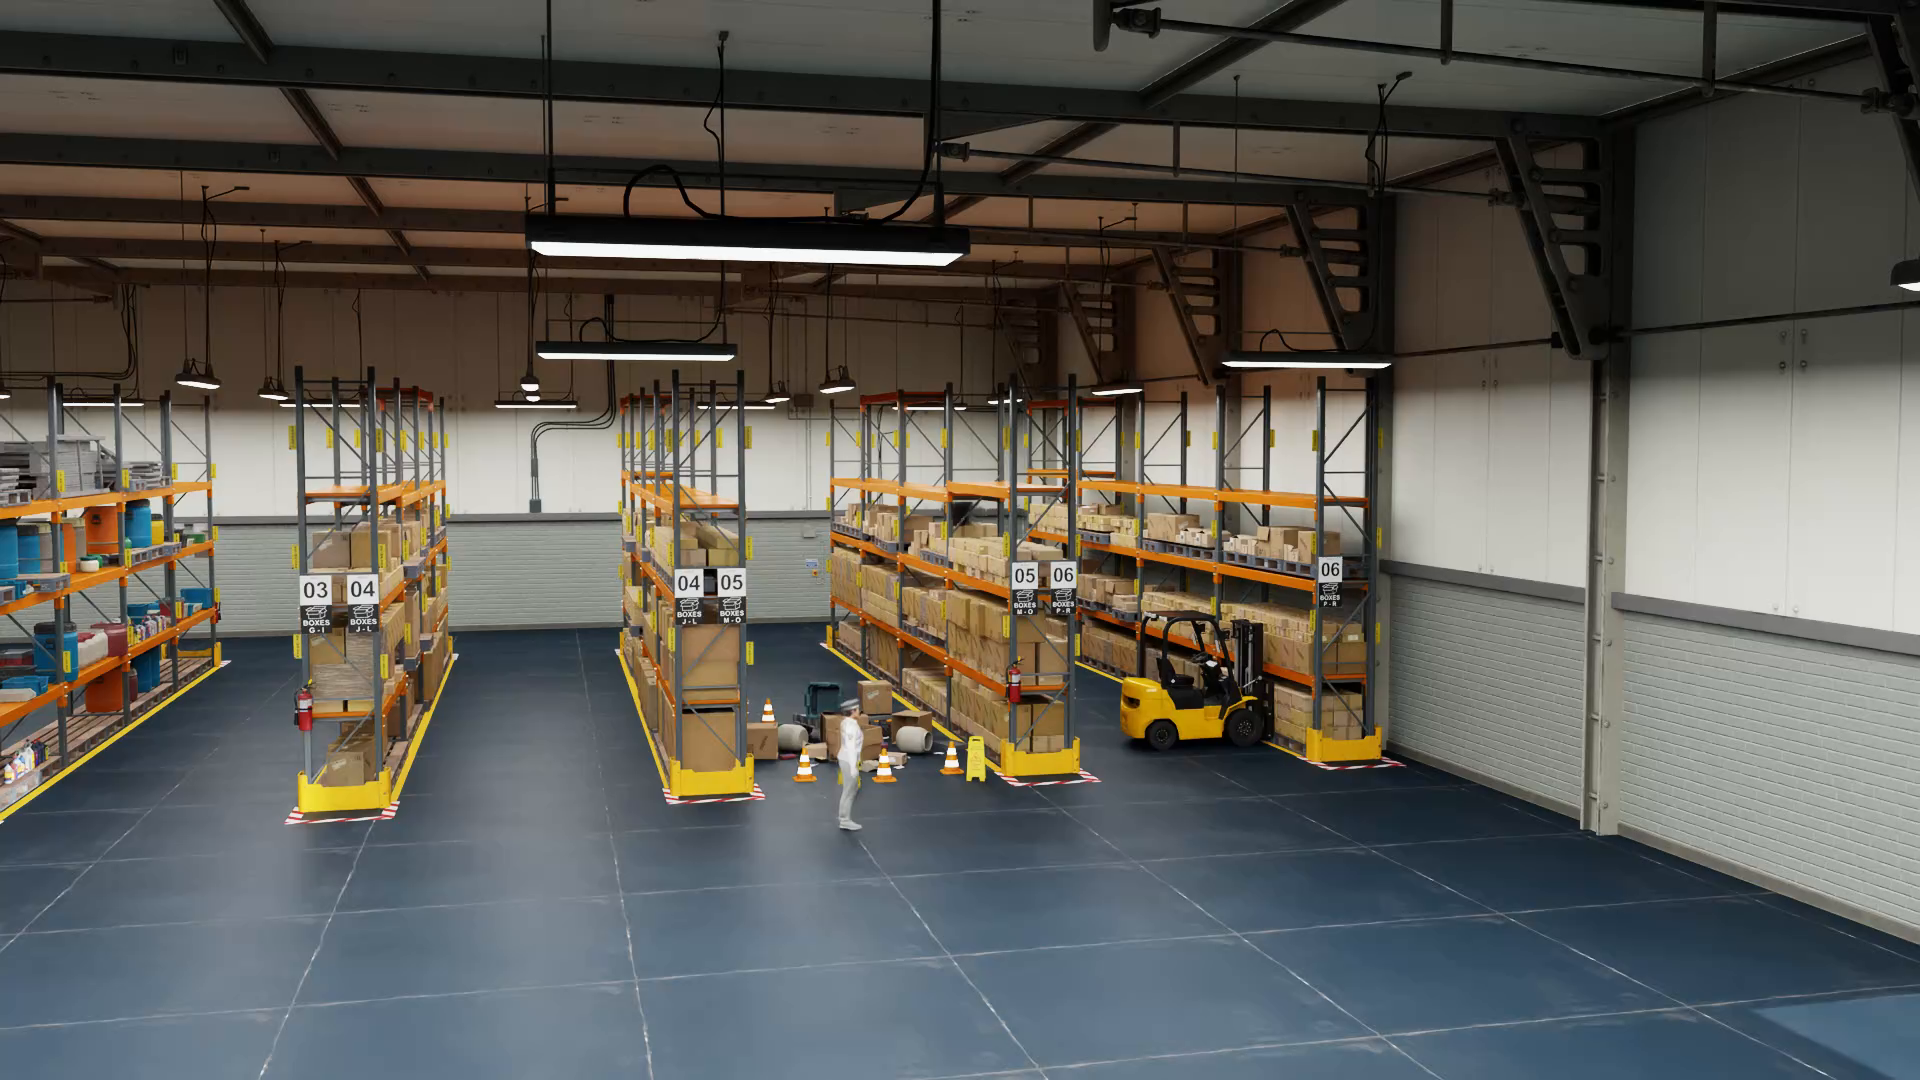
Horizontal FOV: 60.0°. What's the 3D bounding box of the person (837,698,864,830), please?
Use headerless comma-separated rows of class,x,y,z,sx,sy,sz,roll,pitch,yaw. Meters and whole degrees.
person,-1.413,2.909,21.462,0.334,1.729,0.567,-1,3,-12
